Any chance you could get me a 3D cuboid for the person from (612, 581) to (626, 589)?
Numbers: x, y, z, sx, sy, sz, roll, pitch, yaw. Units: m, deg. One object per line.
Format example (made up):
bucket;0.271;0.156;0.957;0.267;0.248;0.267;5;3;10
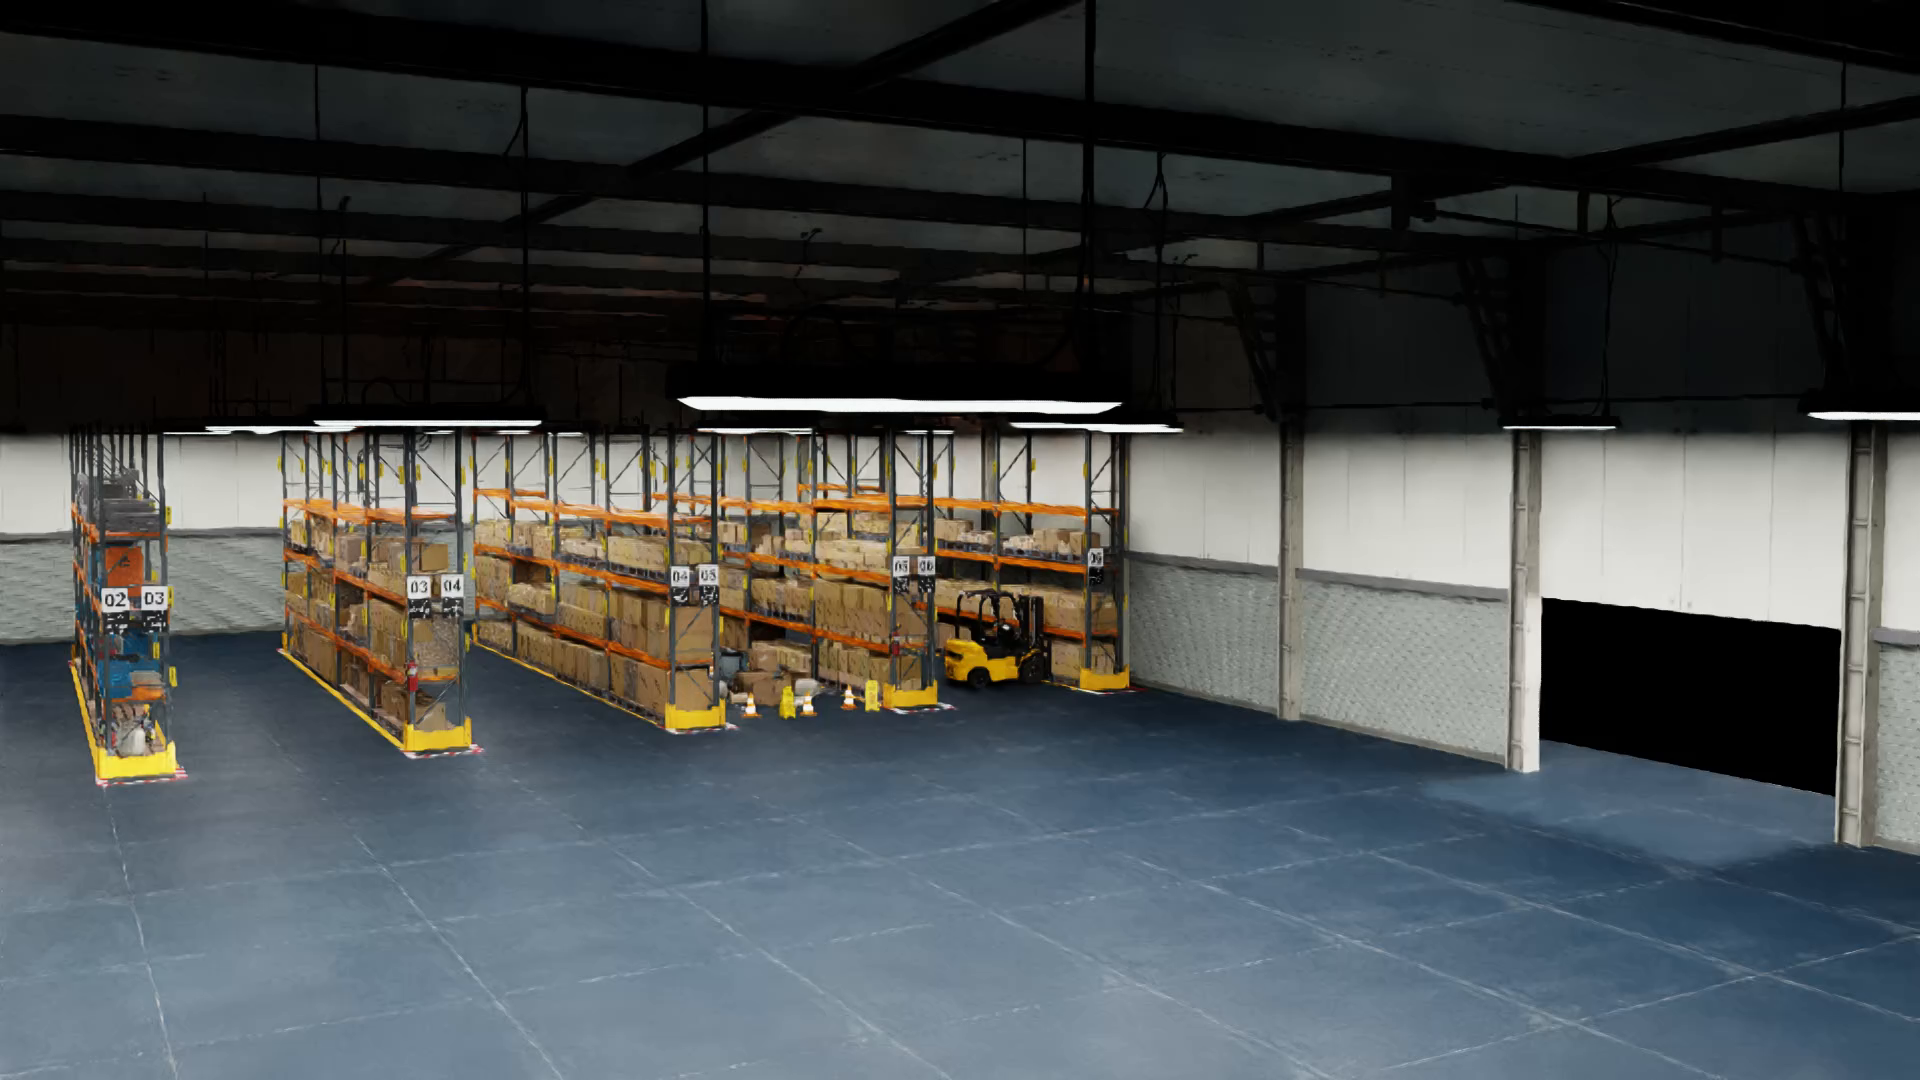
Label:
person;-10.708;1.698;52.149;0.595;1.673;0.524;2;4;24
